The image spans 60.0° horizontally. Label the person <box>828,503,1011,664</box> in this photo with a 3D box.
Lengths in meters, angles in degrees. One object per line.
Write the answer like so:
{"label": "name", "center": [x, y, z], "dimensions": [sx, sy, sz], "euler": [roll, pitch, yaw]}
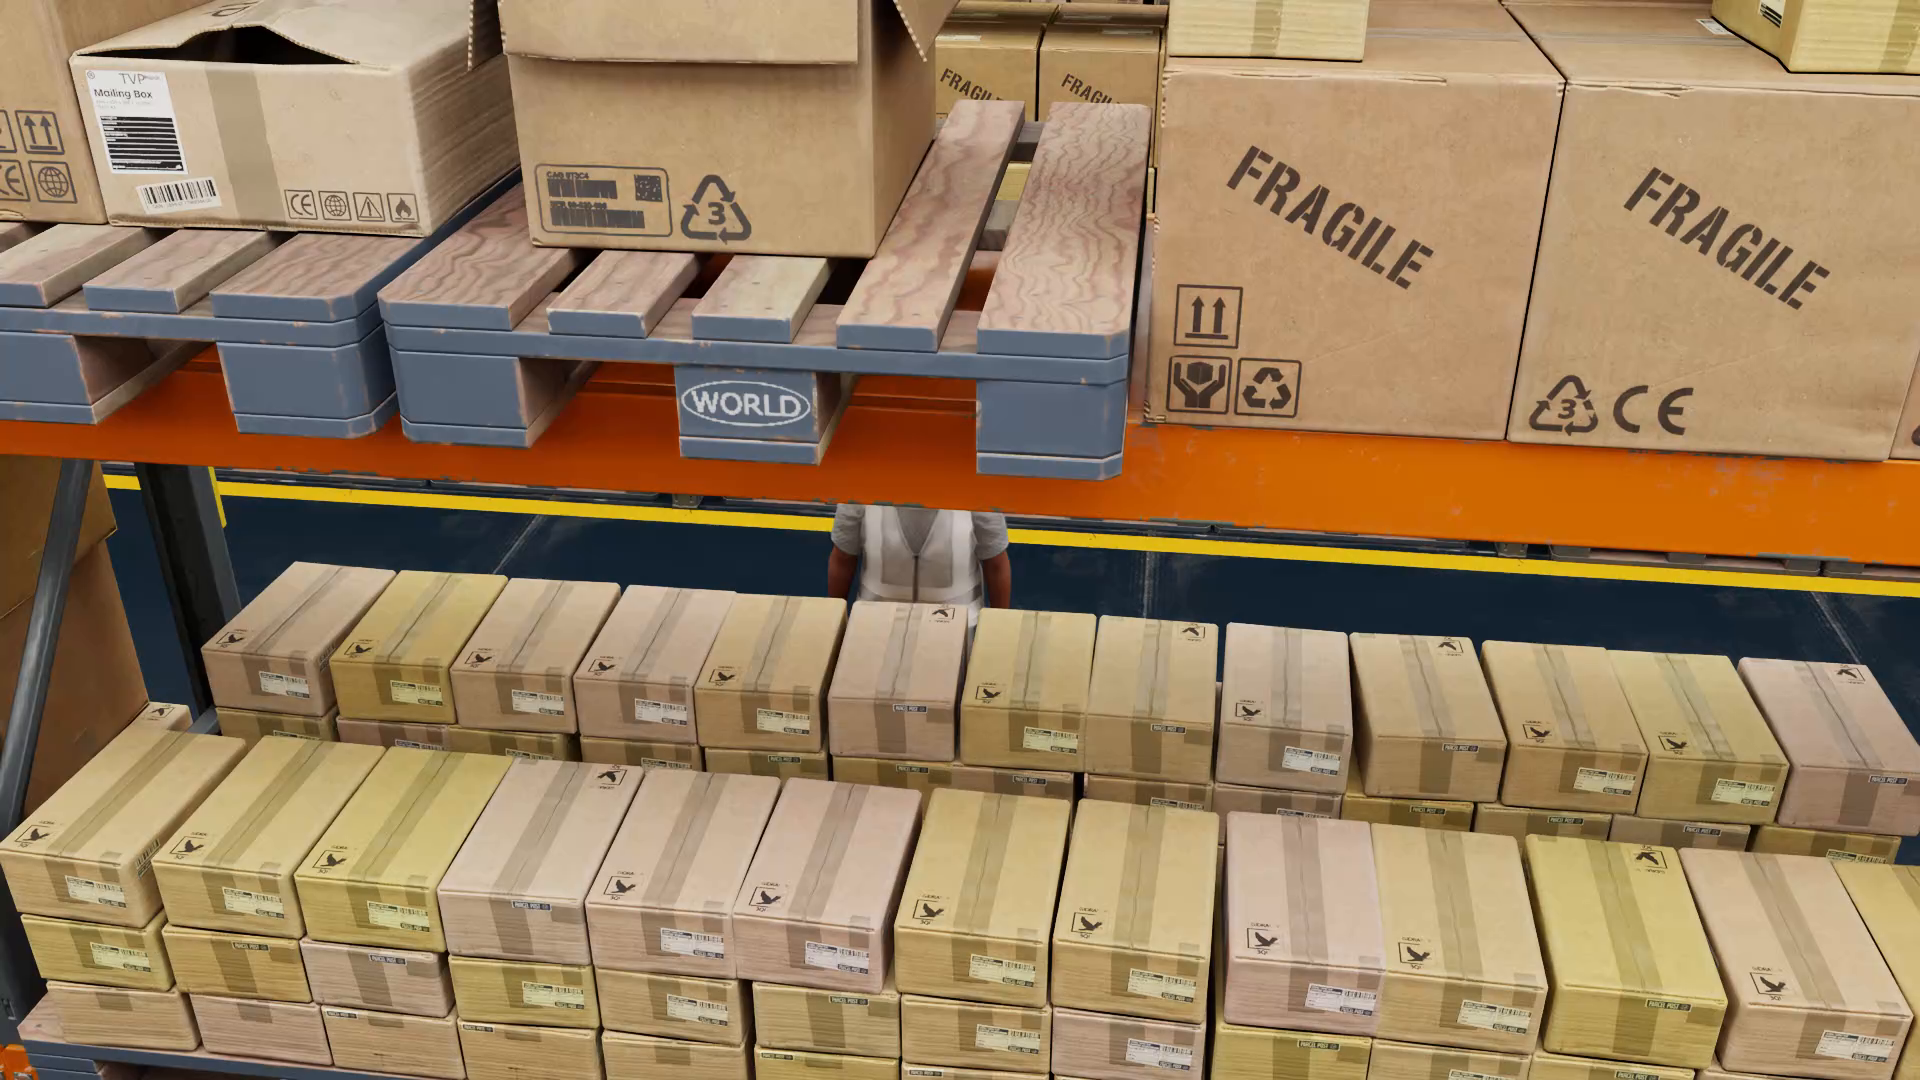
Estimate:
{"label": "person", "center": [-0.142, 0.307, 5.539], "dimensions": [0.616, 1.772, 0.452], "euler": [2, 28, 4]}
